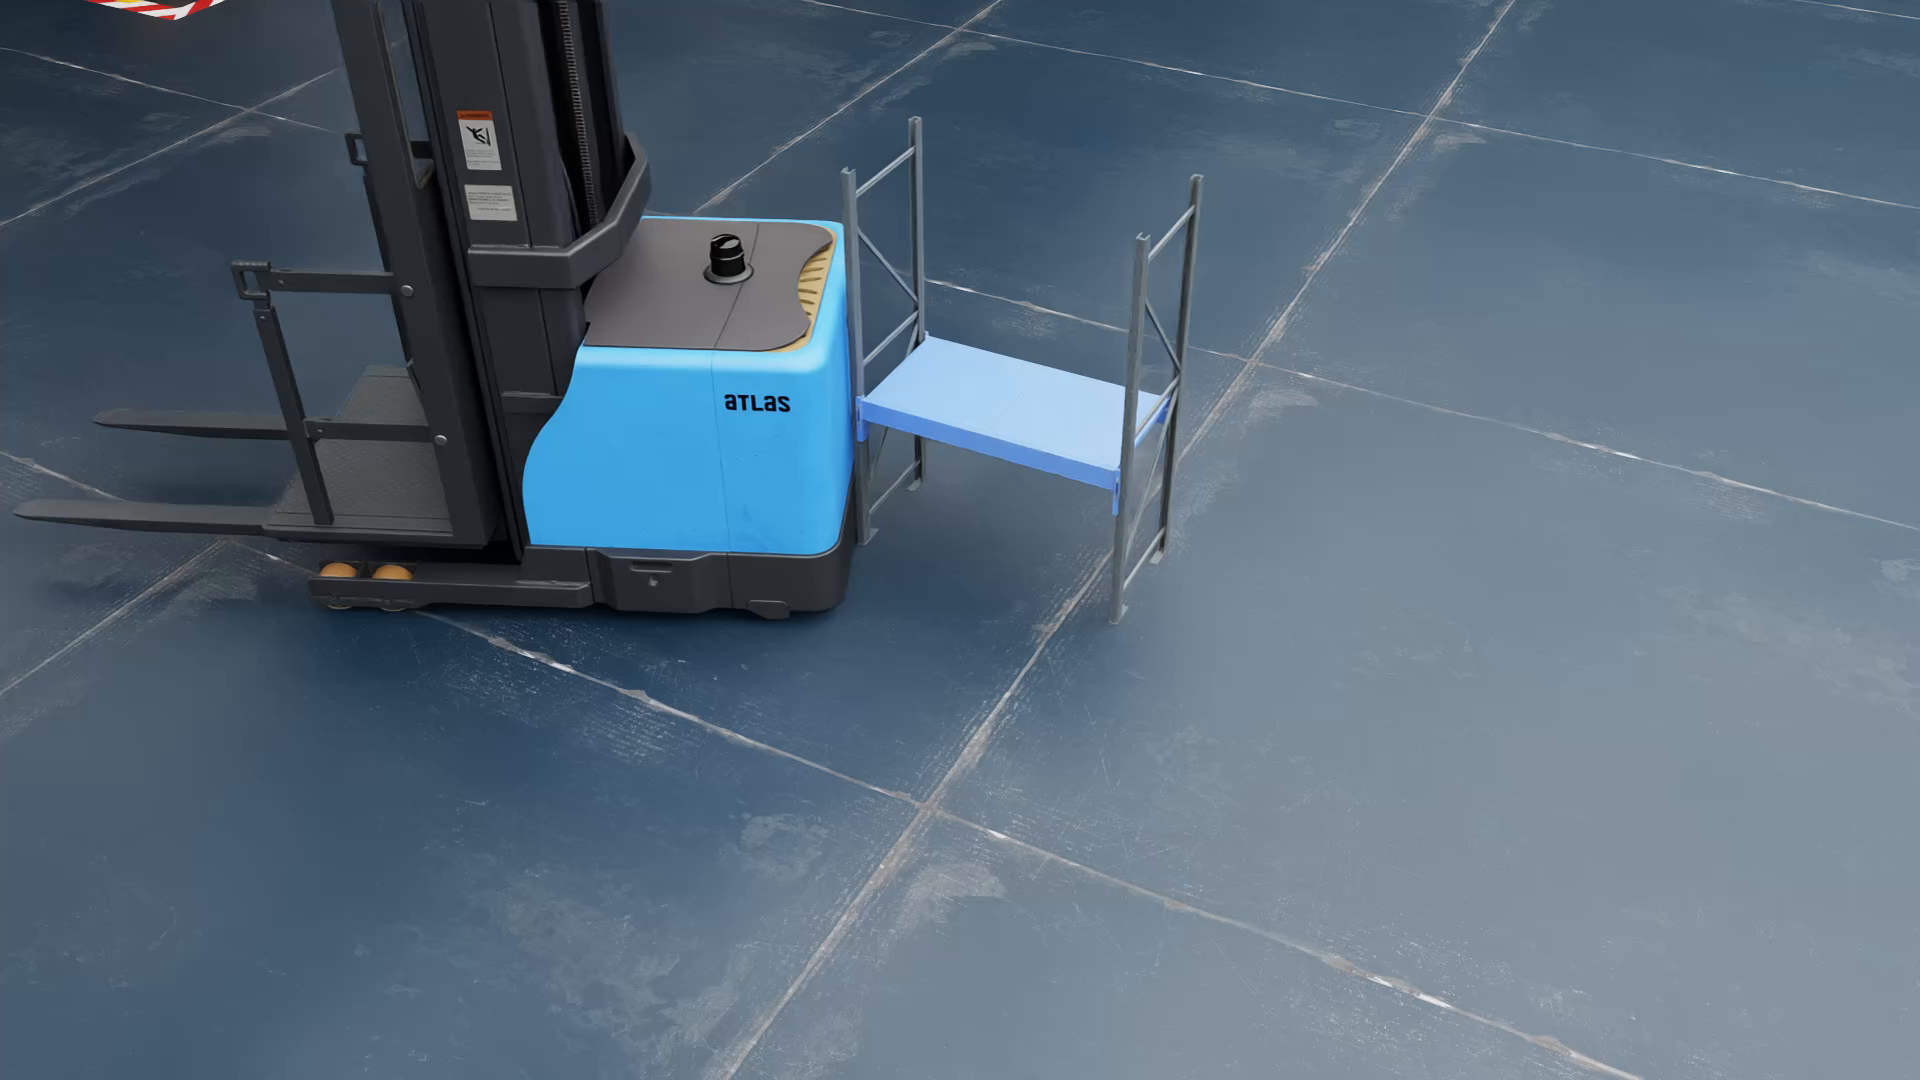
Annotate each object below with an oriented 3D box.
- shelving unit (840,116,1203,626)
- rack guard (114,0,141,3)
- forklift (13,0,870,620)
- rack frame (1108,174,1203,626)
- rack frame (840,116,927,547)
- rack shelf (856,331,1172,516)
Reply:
[{"bbox_3d":[0.197,-0.572,5.763,1.048,1.500,0.538,17,40,21],"label":"shelving unit"},{"bbox_3d":[-5.298,-4.060,11.185,0.348,0.500,1.175,17,41,21],"label":"rack guard"},{"bbox_3d":[-1.894,-1.230,5.446,3.031,2.935,1.130,2,37,3],"label":"forklift"},{"bbox_3d":[0.650,-0.433,5.579,0.032,1.500,0.500,17,40,21],"label":"rack frame"},{"bbox_3d":[-0.257,-0.711,5.946,0.032,1.500,0.500,17,40,21],"label":"rack frame"},{"bbox_3d":[0.197,-0.428,5.871,1.000,0.185,0.538,17,40,21],"label":"rack shelf"}]
